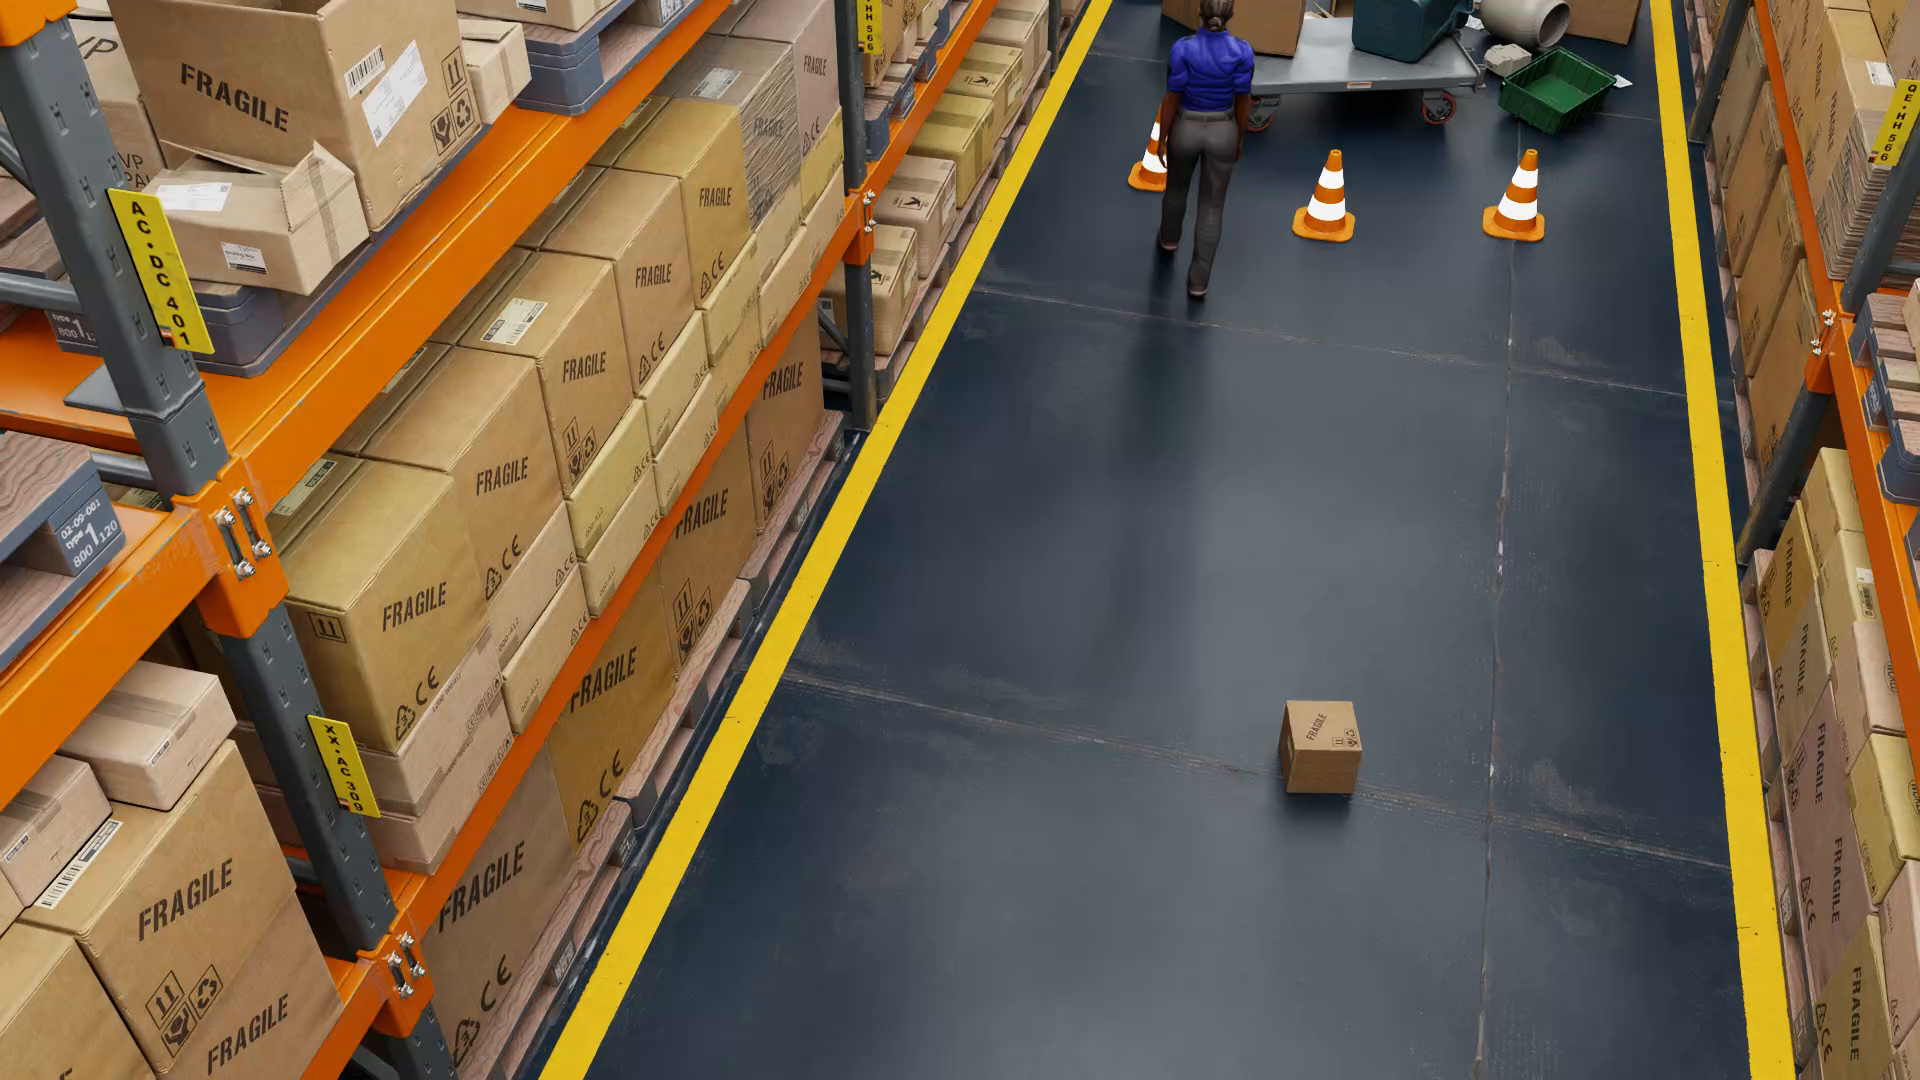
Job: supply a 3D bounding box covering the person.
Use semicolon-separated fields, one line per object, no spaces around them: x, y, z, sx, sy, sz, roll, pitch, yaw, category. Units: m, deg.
1.256;-2.131;8.579;0.448;1.645;0.714;6;42;6;person
